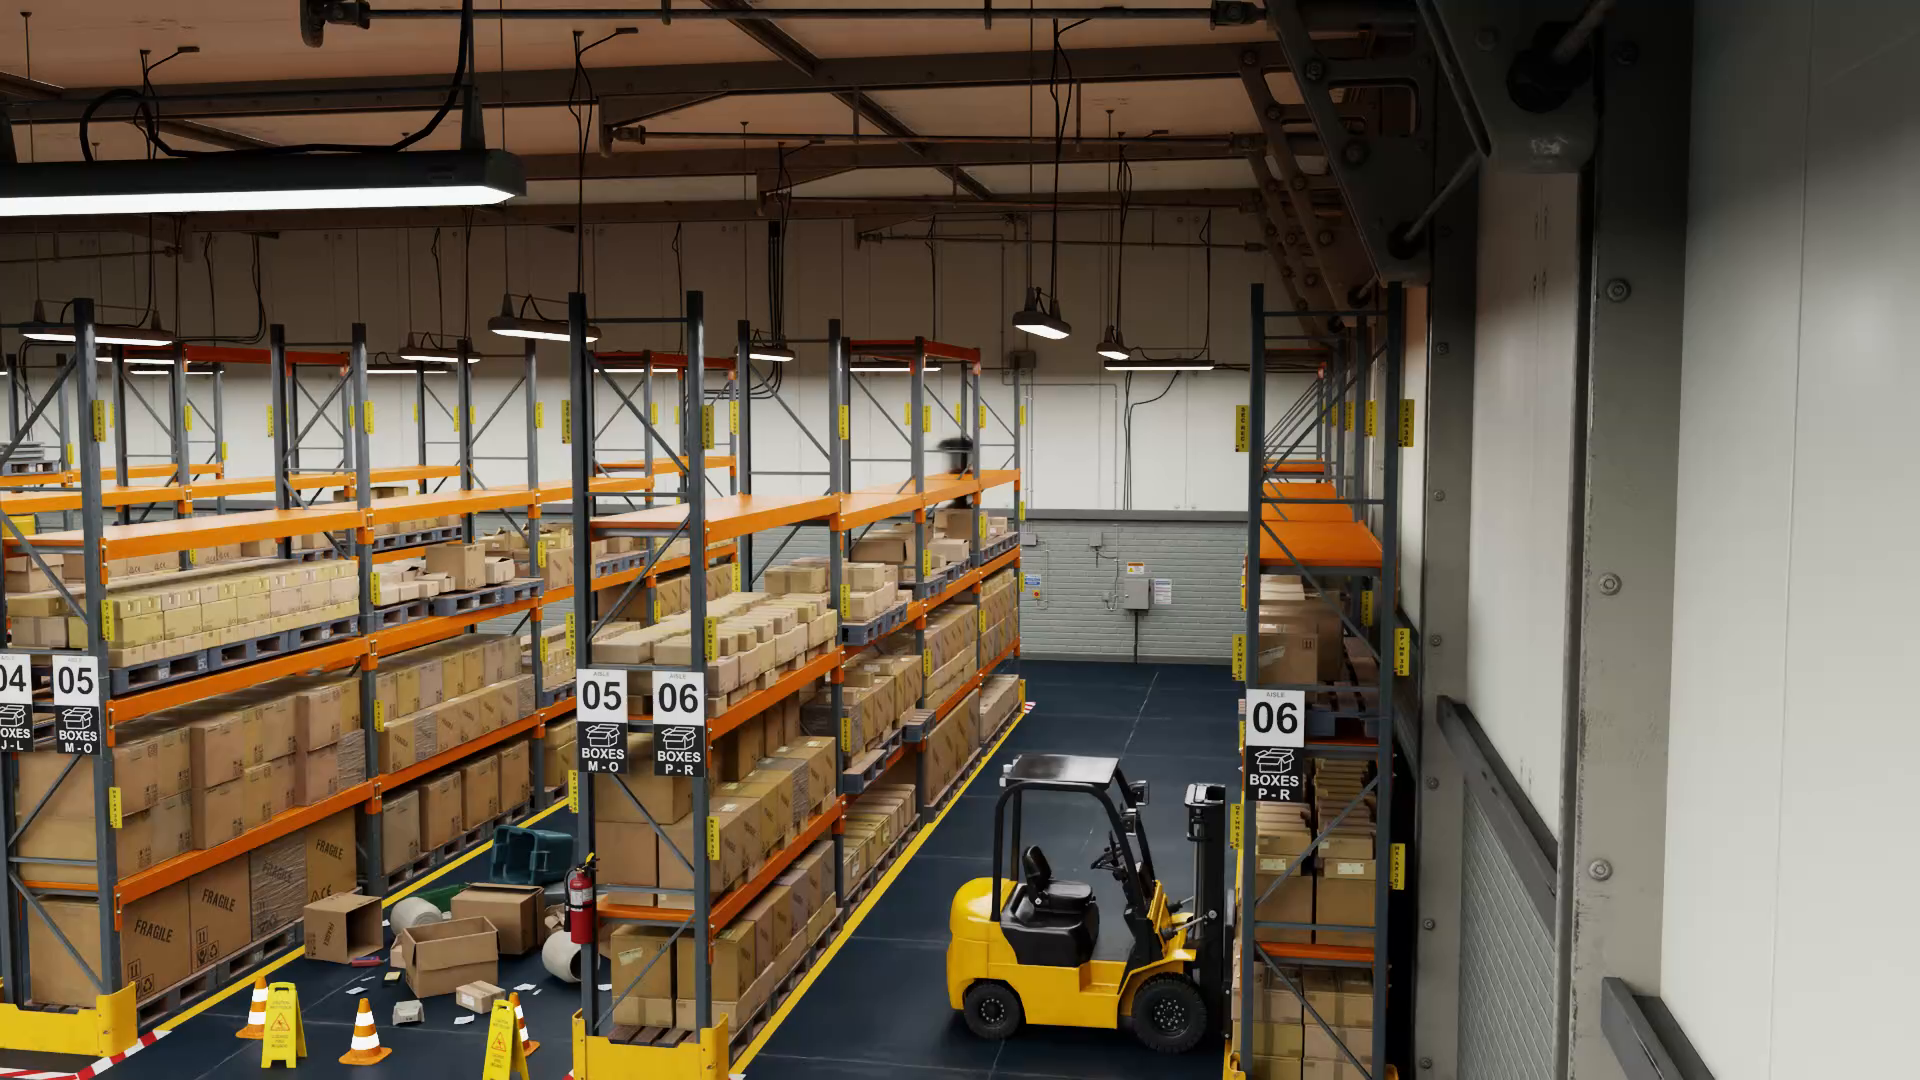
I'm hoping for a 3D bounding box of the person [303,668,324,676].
[{"bbox_3d":[-8.786,2.558,22.929,0.610,1.623,0.757,-3,5,-32],"label":"person"}]
